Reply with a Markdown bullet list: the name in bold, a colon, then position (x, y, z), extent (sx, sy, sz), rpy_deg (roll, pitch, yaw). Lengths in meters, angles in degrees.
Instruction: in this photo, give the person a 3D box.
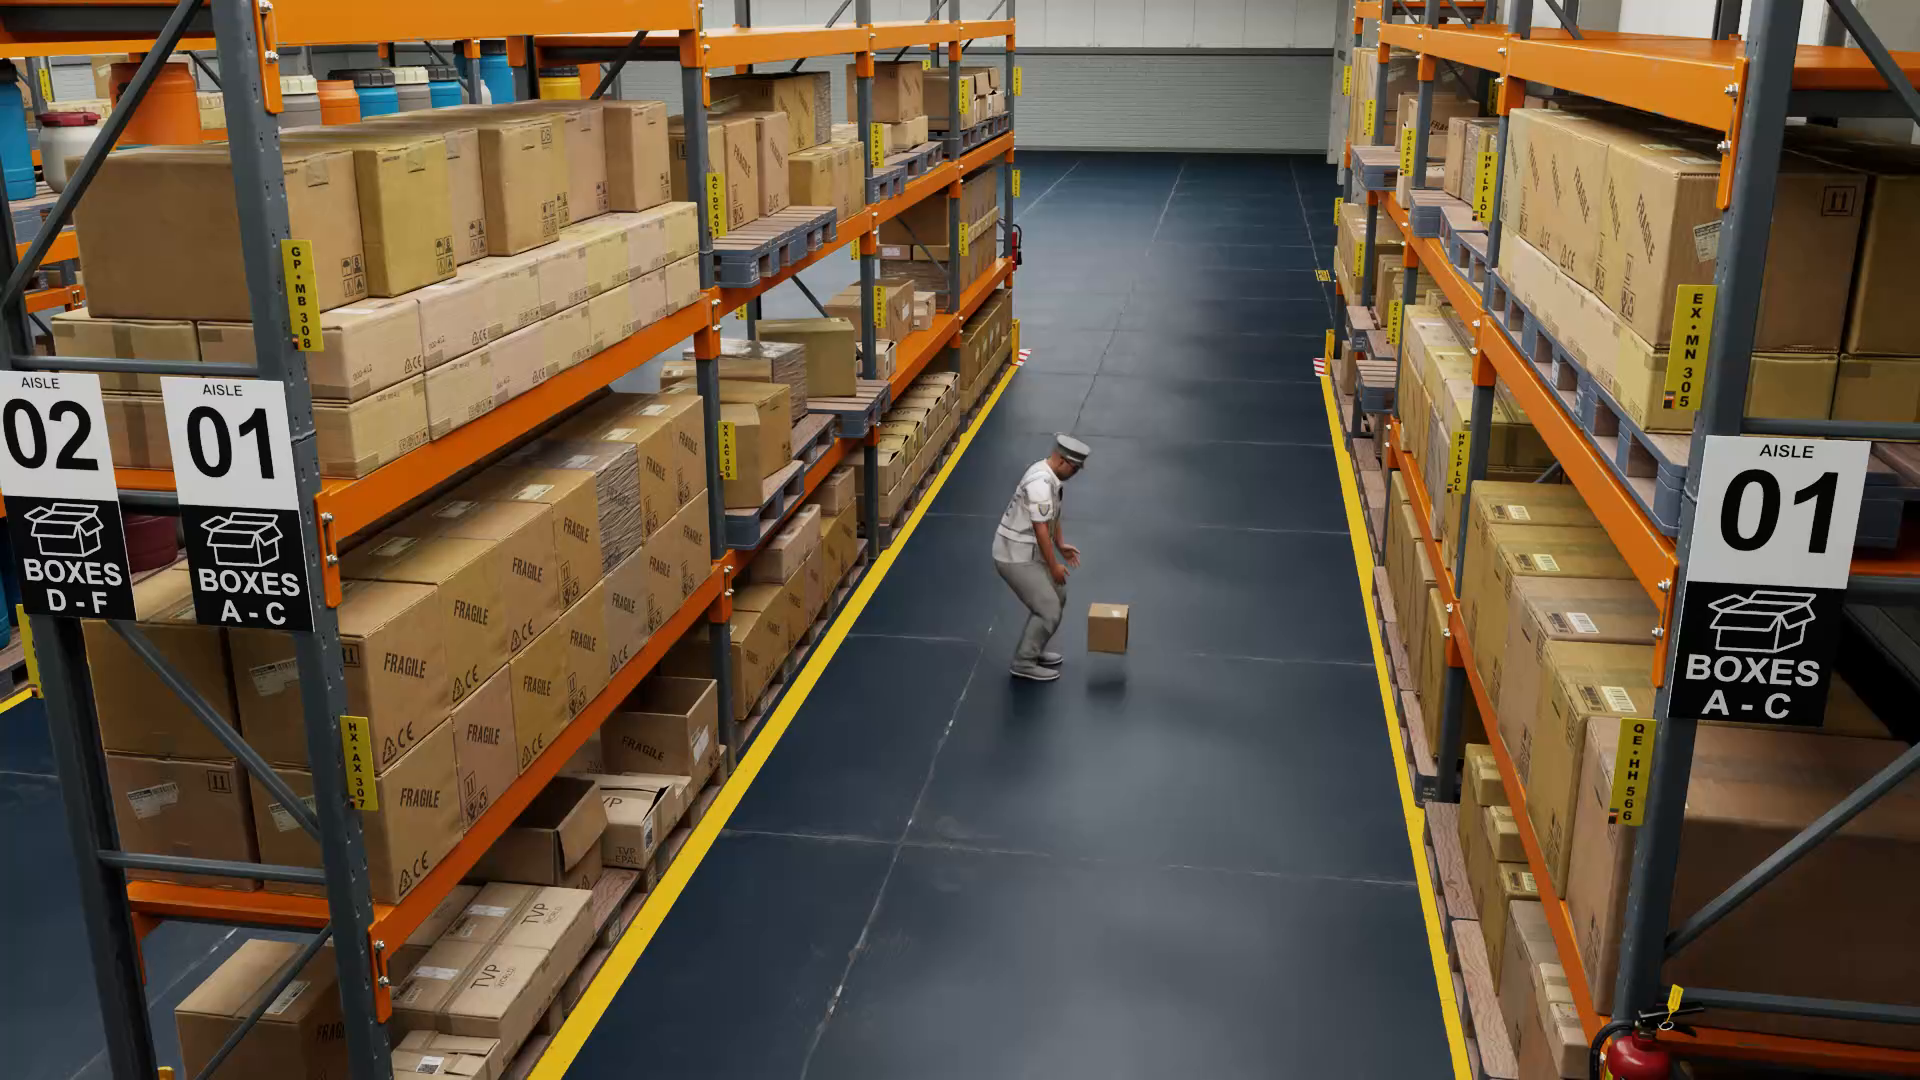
- **person**: position (0.536, 0.099, 10.981), extent (0.629, 1.614, 0.578), rpy_deg (3, 18, 10)
